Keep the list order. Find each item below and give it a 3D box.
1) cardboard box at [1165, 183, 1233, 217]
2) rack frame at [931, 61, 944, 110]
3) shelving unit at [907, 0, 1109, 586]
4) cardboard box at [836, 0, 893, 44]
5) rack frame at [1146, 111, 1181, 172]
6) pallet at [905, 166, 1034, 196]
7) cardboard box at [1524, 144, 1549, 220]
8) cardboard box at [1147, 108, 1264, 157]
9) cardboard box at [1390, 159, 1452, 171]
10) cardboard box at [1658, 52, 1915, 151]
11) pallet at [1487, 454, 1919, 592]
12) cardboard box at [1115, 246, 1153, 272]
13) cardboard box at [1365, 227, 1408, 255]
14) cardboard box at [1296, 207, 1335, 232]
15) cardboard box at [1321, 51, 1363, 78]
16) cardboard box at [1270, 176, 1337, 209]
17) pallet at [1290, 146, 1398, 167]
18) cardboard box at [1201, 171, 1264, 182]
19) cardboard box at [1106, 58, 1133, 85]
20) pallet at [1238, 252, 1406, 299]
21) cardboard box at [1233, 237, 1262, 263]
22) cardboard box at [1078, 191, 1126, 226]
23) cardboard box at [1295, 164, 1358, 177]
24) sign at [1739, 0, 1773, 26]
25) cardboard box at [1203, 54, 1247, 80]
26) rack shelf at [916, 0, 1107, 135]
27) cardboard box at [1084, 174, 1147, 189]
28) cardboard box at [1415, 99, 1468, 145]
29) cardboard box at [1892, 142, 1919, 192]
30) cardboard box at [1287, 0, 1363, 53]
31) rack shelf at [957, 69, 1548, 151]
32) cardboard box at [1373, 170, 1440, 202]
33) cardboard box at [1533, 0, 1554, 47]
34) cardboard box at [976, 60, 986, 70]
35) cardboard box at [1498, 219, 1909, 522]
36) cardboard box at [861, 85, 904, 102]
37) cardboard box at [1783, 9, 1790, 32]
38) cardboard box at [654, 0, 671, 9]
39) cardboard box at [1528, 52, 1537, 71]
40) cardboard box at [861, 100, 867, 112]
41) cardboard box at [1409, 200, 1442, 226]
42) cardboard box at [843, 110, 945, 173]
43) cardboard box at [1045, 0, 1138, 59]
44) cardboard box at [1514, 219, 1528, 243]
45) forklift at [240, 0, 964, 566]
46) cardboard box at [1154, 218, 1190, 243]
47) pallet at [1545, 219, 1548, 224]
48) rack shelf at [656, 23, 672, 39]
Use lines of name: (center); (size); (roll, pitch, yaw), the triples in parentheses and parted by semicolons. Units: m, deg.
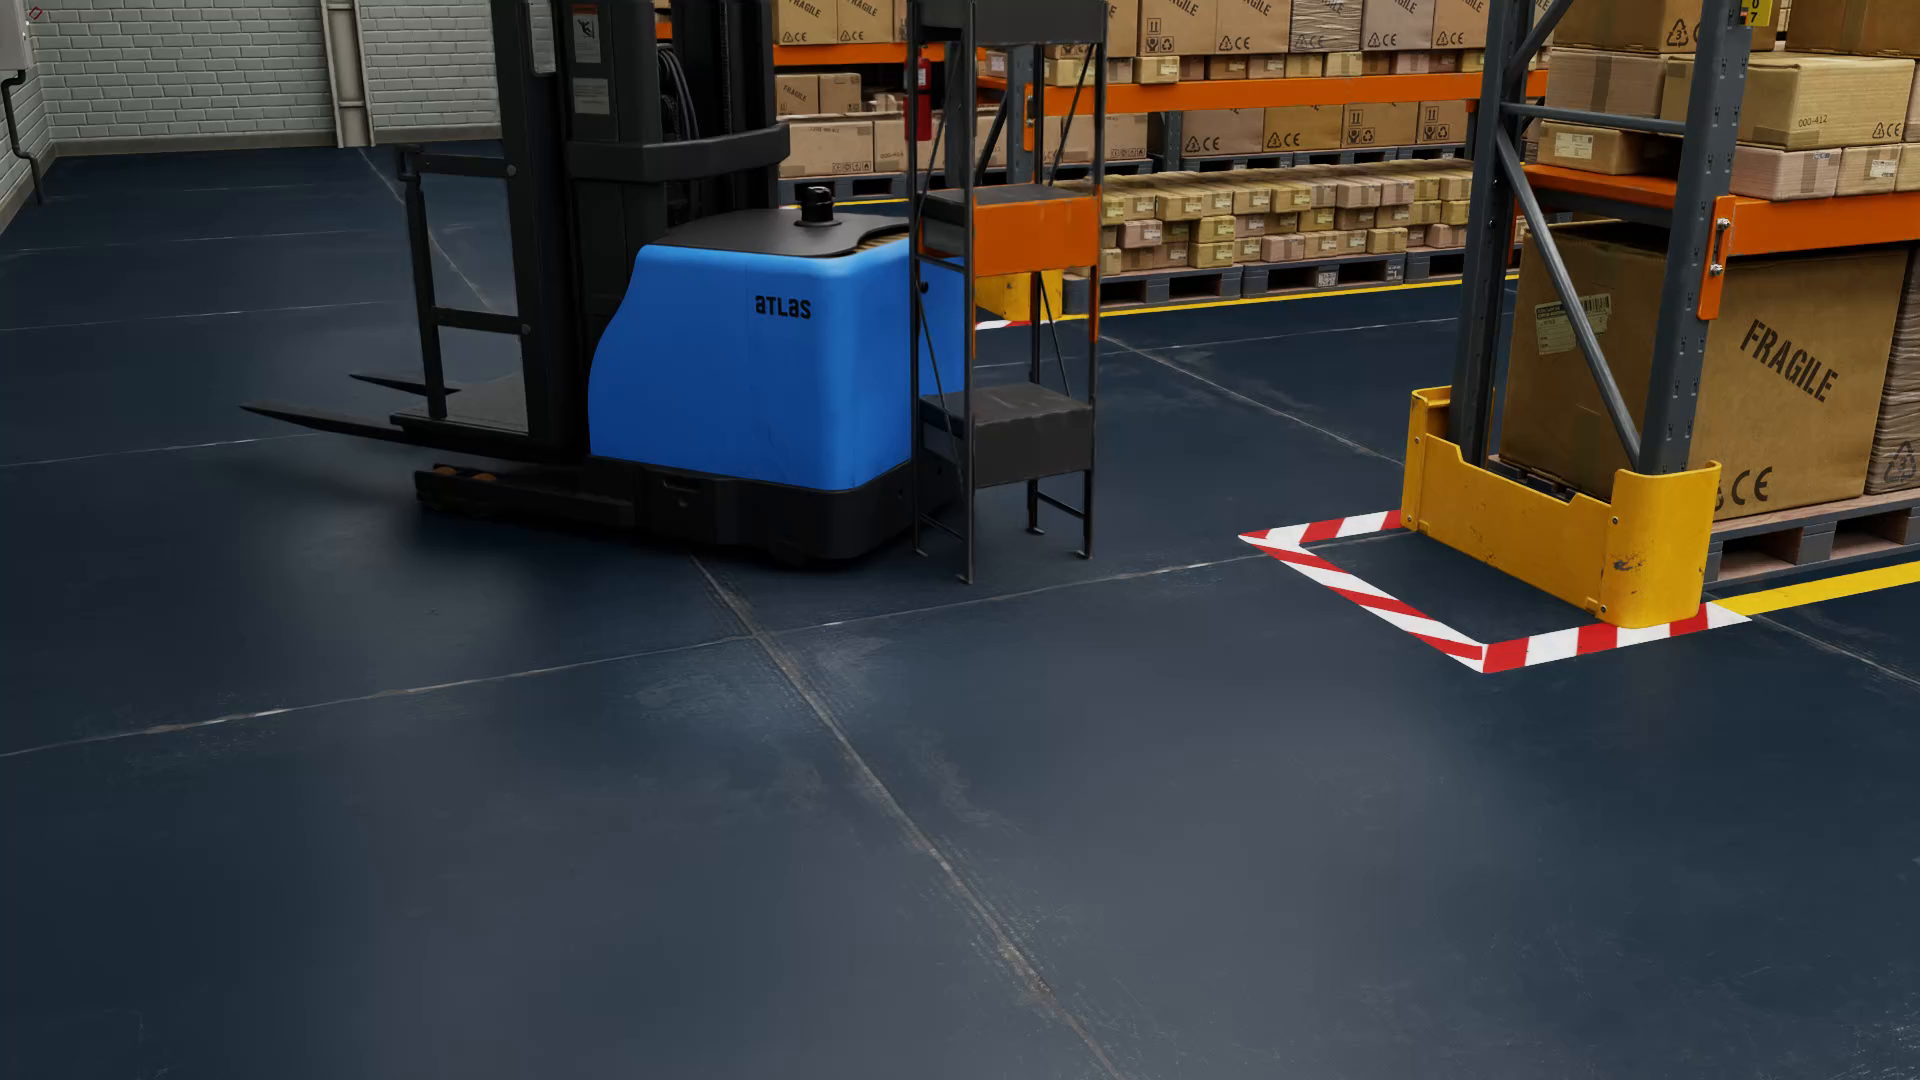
cardboard box: (1.456, -2.082, 10.183); (0.250, 0.149, 0.380); (-9, 21, -25)
rack frame: (-0.192, -6.393, 19.663); (0.127, 3.000, 1.000); (-8, 21, -22)
shelving unit: (0.148, -0.935, 5.515); (0.503, 2.100, 0.431); (-11, 22, -28)
cardboard box: (-0.888, -4.452, 13.998); (0.500, 0.500, 0.500); (-8, 21, -23)
rack frame: (1.777, -4.880, 15.365); (0.127, 3.000, 1.000); (-8, 21, -22)
pallet: (-0.074, -3.327, 15.153); (1.213, 0.211, 1.003); (-8, 21, -22)
cardboard box: (4.410, -2.577, 11.956); (0.500, 0.500, 0.500); (-9, 21, -23)
cardboard box: (2.315, -4.182, 15.950); (0.875, 0.875, 0.875); (-7, 21, -20)
cardboard box: (3.156, -2.518, 11.420); (0.250, 0.149, 0.380); (-7, 21, -19)
cardboard box: (2.577, -1.382, 5.209); (0.500, 0.250, 0.500); (-9, 21, -23)
pallet: (2.733, -0.146, 6.118); (1.213, 0.211, 1.003); (-8, 21, -22)
cardboard box: (0.973, -1.742, 10.113); (0.250, 0.149, 0.380); (-8, 21, -22)
cardboard box: (2.655, -1.946, 10.691); (0.250, 0.149, 0.380); (-8, 21, -22)
cardboard box: (2.173, -2.065, 10.584); (0.250, 0.149, 0.380); (-7, 21, -19)
cardboard box: (2.254, -2.929, 10.202); (0.250, 0.149, 0.380); (-8, 21, -21)
cardboard box: (2.167, -2.198, 10.514); (0.250, 0.149, 0.380); (-8, 21, -22)
pallet: (3.578, -3.851, 16.642); (1.213, 0.211, 1.003); (-8, 21, -22)
cardboard box: (1.758, -2.295, 10.788); (0.250, 0.149, 0.380); (-9, 21, -24)
cardboard box: (0.802, -2.728, 9.631); (0.250, 0.149, 0.380); (-7, 21, -20)
pallet: (2.106, -1.808, 10.838); (1.213, 0.211, 1.003); (-8, 21, -22)
cardboard box: (1.673, -1.839, 10.390); (0.250, 0.149, 0.380); (-8, 21, -22)
cardboard box: (0.773, -1.957, 9.828); (0.250, 0.149, 0.380); (-9, 21, -24)
cardboard box: (2.447, -2.419, 11.141); (0.250, 0.149, 0.380); (-8, 21, -21)
sign: (2.244, -1.607, 4.648); (0.005, 0.325, 0.100); (-8, 21, -22)
cardboard box: (1.513, -2.851, 9.981); (0.250, 0.149, 0.380); (-8, 21, -22)
rack shelf: (0.148, -1.582, 5.287); (0.480, 0.518, 0.431); (-11, 22, -28)
cardboard box: (0.984, -2.227, 10.595); (0.250, 0.149, 0.380); (-9, 21, -23)
cardboard box: (4.783, -4.537, 16.957); (0.875, 0.875, 0.875); (-8, 21, -22)
cardboard box: (2.956, -1.227, 5.370); (0.250, 0.149, 0.380); (-9, 21, -23)
cardboard box: (2.081, -3.228, 10.074); (0.500, 0.500, 0.500); (-9, 21, -23)
rack shelf: (1.994, -2.781, 10.488); (4.000, 0.370, 1.077); (-8, 21, -22)
cardboard box: (2.893, -2.301, 10.804); (0.250, 0.149, 0.380); (-7, 21, -20)
cardboard box: (3.498, -3.422, 10.625); (0.500, 0.500, 0.500); (-8, 21, -22)
cardboard box: (0.242, -5.684, 19.804); (0.250, 0.149, 0.380); (-7, 21, -19)
cardboard box: (2.586, -0.636, 5.880); (0.875, 0.875, 0.875); (-8, 21, -22)
cardboard box: (-0.893, -5.308, 19.998); (0.500, 0.311, 0.500); (-7, 21, -20)
cardboard box: (5.571, -3.548, 11.329); (0.250, 0.149, 0.380); (-9, 21, -23)
cardboard box: (-3.342, -5.914, 18.080); (0.500, 0.250, 0.500); (-8, 21, -22)
cardboard box: (3.468, -3.089, 10.658); (0.250, 0.149, 0.380); (-9, 21, -23)
cardboard box: (-1.291, -5.175, 19.863); (0.250, 0.149, 0.380); (-8, 21, -23)
cardboard box: (2.916, -2.156, 10.841); (0.250, 0.149, 0.380); (-8, 21, -21)
cardboard box: (-0.492, -3.584, 14.909); (0.875, 0.438, 0.875); (-8, 21, -20)
cardboard box: (0.679, -3.020, 9.484); (0.500, 0.500, 0.500); (-7, 21, -19)
cardboard box: (3.605, -2.082, 11.078); (0.250, 0.149, 0.380); (-8, 21, -21)
forklift: (-1.504, -1.612, 6.188); (3.031, 2.935, 1.130); (9, 21, 24)
cardboard box: (1.204, -1.920, 10.171); (0.250, 0.149, 0.380); (-8, 21, -21)
pallet: (4.545, -2.171, 11.871); (1.213, 0.211, 1.003); (-8, 21, -22)
rack shelf: (-2.029, -5.791, 19.035); (4.000, 0.370, 1.077); (-8, 21, -22)
